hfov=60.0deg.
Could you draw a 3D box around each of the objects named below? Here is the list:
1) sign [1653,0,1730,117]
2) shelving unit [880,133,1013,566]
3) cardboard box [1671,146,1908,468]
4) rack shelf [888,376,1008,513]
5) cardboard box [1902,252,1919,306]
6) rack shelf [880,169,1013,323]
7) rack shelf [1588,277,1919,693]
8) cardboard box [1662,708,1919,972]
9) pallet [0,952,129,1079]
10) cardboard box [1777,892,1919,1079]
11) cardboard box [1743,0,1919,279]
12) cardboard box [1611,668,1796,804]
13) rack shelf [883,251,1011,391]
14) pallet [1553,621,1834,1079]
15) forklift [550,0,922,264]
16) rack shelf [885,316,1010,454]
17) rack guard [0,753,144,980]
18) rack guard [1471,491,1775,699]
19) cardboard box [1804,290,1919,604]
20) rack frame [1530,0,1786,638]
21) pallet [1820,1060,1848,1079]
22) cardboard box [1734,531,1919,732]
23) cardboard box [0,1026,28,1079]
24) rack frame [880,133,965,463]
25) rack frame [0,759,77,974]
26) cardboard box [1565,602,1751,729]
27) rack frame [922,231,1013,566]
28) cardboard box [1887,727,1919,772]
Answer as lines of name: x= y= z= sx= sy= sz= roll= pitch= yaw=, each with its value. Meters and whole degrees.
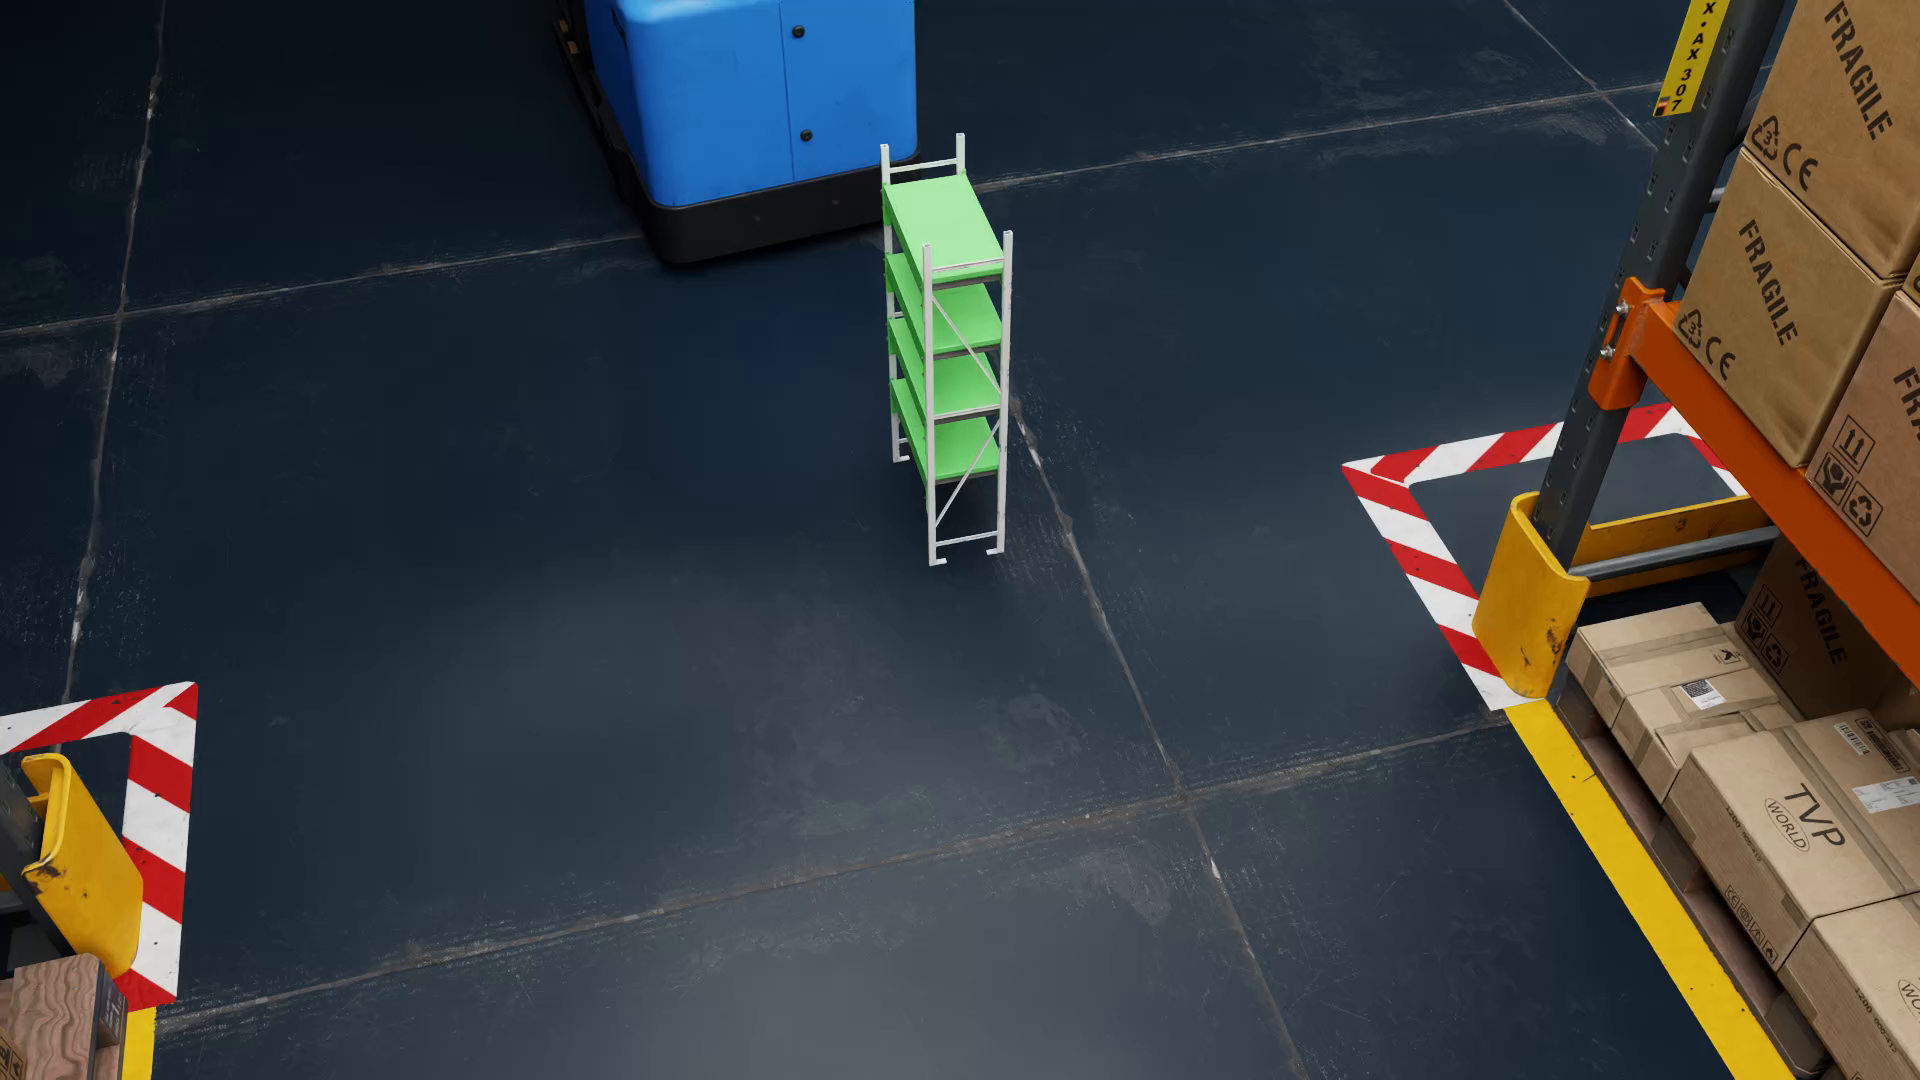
sign: x=1.587 y=-1.062 z=3.585 sx=0.100 sy=0.325 sz=0.005 roll=-11 pitch=47 yaw=-10
shelving unit: x=-0.042 y=-0.534 z=4.933 sx=0.258 sy=1.200 sz=0.503 roll=-11 pitch=47 yaw=-10
cardboard box: x=1.970 y=-0.539 z=3.608 sx=0.500 sy=0.500 sz=0.500 roll=-10 pitch=46 yaw=-9
rack shelf: x=-0.042 y=-0.322 z=5.151 sx=0.258 sy=0.148 sz=0.480 roll=-11 pitch=47 yaw=-10
cardboard box: x=2.111 y=-0.530 z=2.899 sx=0.500 sy=0.500 sz=0.500 roll=-10 pitch=46 yaw=-10
rack shelf: x=-0.042 y=-0.825 z=4.636 sx=0.258 sy=0.148 sz=0.480 roll=-11 pitch=47 yaw=-10
rack shelf: x=2.623 y=0.774 z=2.895 sx=1.077 sy=0.370 sz=4.000 roll=-11 pitch=47 yaw=-10
cardboard box: x=2.104 y=0.722 z=4.059 sx=0.500 sy=0.250 sz=0.500 roll=-11 pitch=47 yaw=-10
pallet: x=-2.396 y=1.563 z=3.570 sx=1.003 sy=0.211 sz=1.213 roll=-11 pitch=47 yaw=-10
cardboard box: x=2.232 y=1.067 z=3.721 sx=0.500 sy=0.250 sz=0.500 roll=-11 pitch=47 yaw=-10
cardboard box: x=1.970 y=-0.889 z=3.251 sx=0.500 sy=0.500 sz=0.500 roll=-9 pitch=46 yaw=-9
cardboard box: x=1.950 y=0.504 z=4.332 sx=0.380 sy=0.166 sz=0.250 roll=-11 pitch=47 yaw=-10
rack shelf: x=-0.042 y=-0.658 z=4.808 sx=0.258 sy=0.148 sz=0.480 roll=-11 pitch=47 yaw=-10
pallet: x=2.336 y=0.720 z=4.397 sx=1.003 sy=0.211 sz=1.213 roll=-11 pitch=47 yaw=-10
forklift: x=-1.148 y=-3.119 z=6.254 sx=1.130 sy=2.935 sz=3.031 roll=-15 pitch=48 yaw=-15
rack shelf: x=-0.042 y=-0.490 z=4.979 sx=0.258 sy=0.148 sz=0.480 roll=-11 pitch=47 yaw=-10
rack guard: x=-2.682 y=0.908 z=4.010 sx=1.175 sy=0.500 sz=0.348 roll=-11 pitch=47 yaw=-10
rack guard: x=2.131 y=0.069 z=4.833 sx=1.175 sy=0.500 sz=0.348 roll=-11 pitch=47 yaw=-10
cardboard box: x=2.107 y=-0.184 z=3.260 sx=0.500 sy=0.500 sz=0.500 roll=-11 pitch=47 yaw=-11
rack frame: x=2.111 y=-0.859 z=3.991 sx=1.000 sy=3.000 sz=0.127 roll=-11 pitch=47 yaw=-10
pallet: x=2.645 y=1.561 z=3.573 sx=1.003 sy=0.211 sz=1.213 roll=-11 pitch=47 yaw=-10
cardboard box: x=2.489 y=0.193 z=4.403 sx=0.500 sy=0.500 sz=0.500 roll=-11 pitch=47 yaw=-10
cardboard box: x=-2.400 y=1.243 z=3.388 sx=0.700 sy=0.500 sz=0.500 roll=-11 pitch=47 yaw=-10
rack frame: x=-0.105 y=-0.703 z=5.099 sx=0.240 sy=1.200 sz=0.015 roll=-11 pitch=47 yaw=-10
rack frame: x=-2.676 y=0.050 z=3.101 sx=1.000 sy=3.000 sz=0.127 roll=-11 pitch=47 yaw=-10
cardboard box: x=1.886 y=0.337 z=4.507 sx=0.380 sy=0.149 sz=0.250 roll=-11 pitch=47 yaw=-10
rack frame: x=0.020 y=-0.366 z=4.768 sx=0.240 sy=1.200 sz=0.015 roll=-11 pitch=47 yaw=-10
cardboard box: x=2.505 y=0.605 z=4.232 sx=0.380 sy=0.166 sz=0.250 roll=-11 pitch=47 yaw=-10
